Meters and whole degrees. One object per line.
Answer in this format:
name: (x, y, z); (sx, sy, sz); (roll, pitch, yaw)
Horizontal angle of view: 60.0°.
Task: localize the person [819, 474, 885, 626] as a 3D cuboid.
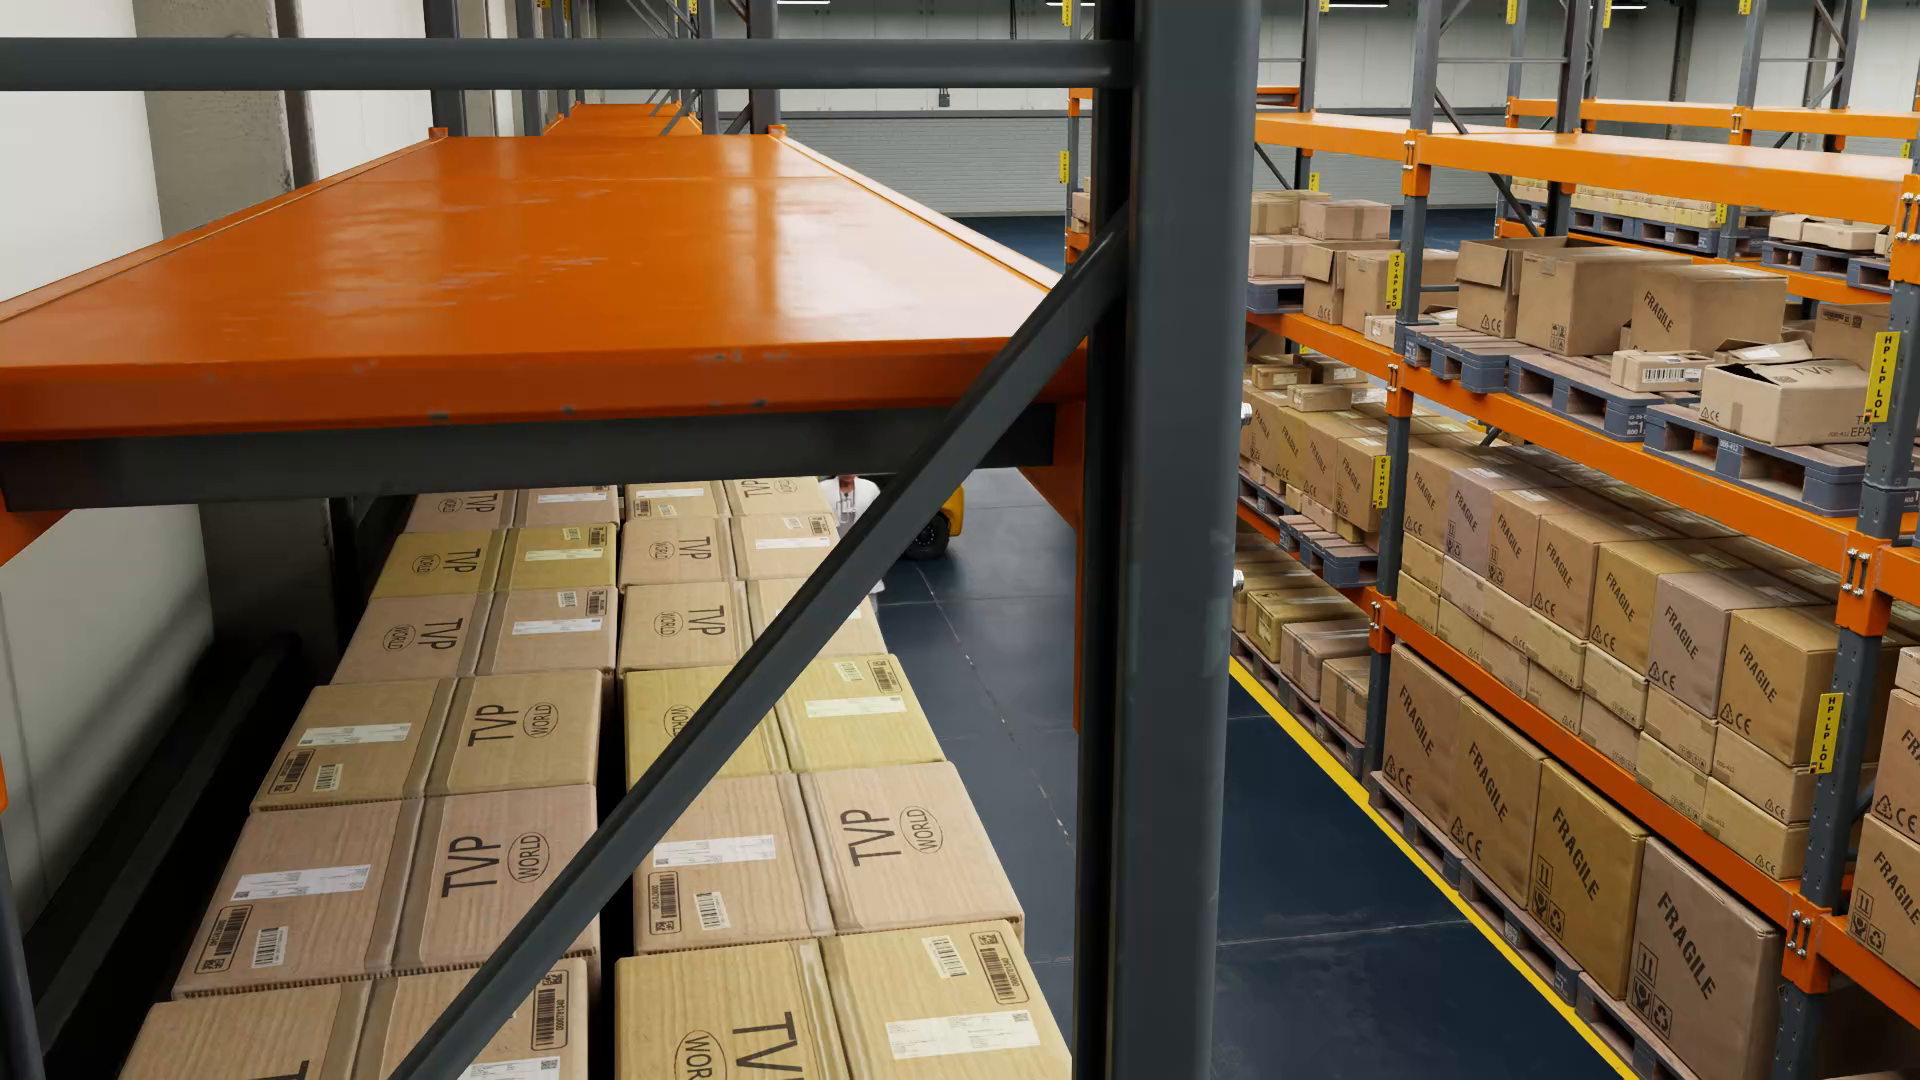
person: (-0.857, 0.217, 12.382); (0.634, 1.839, 0.393); (-1, 16, -5)
